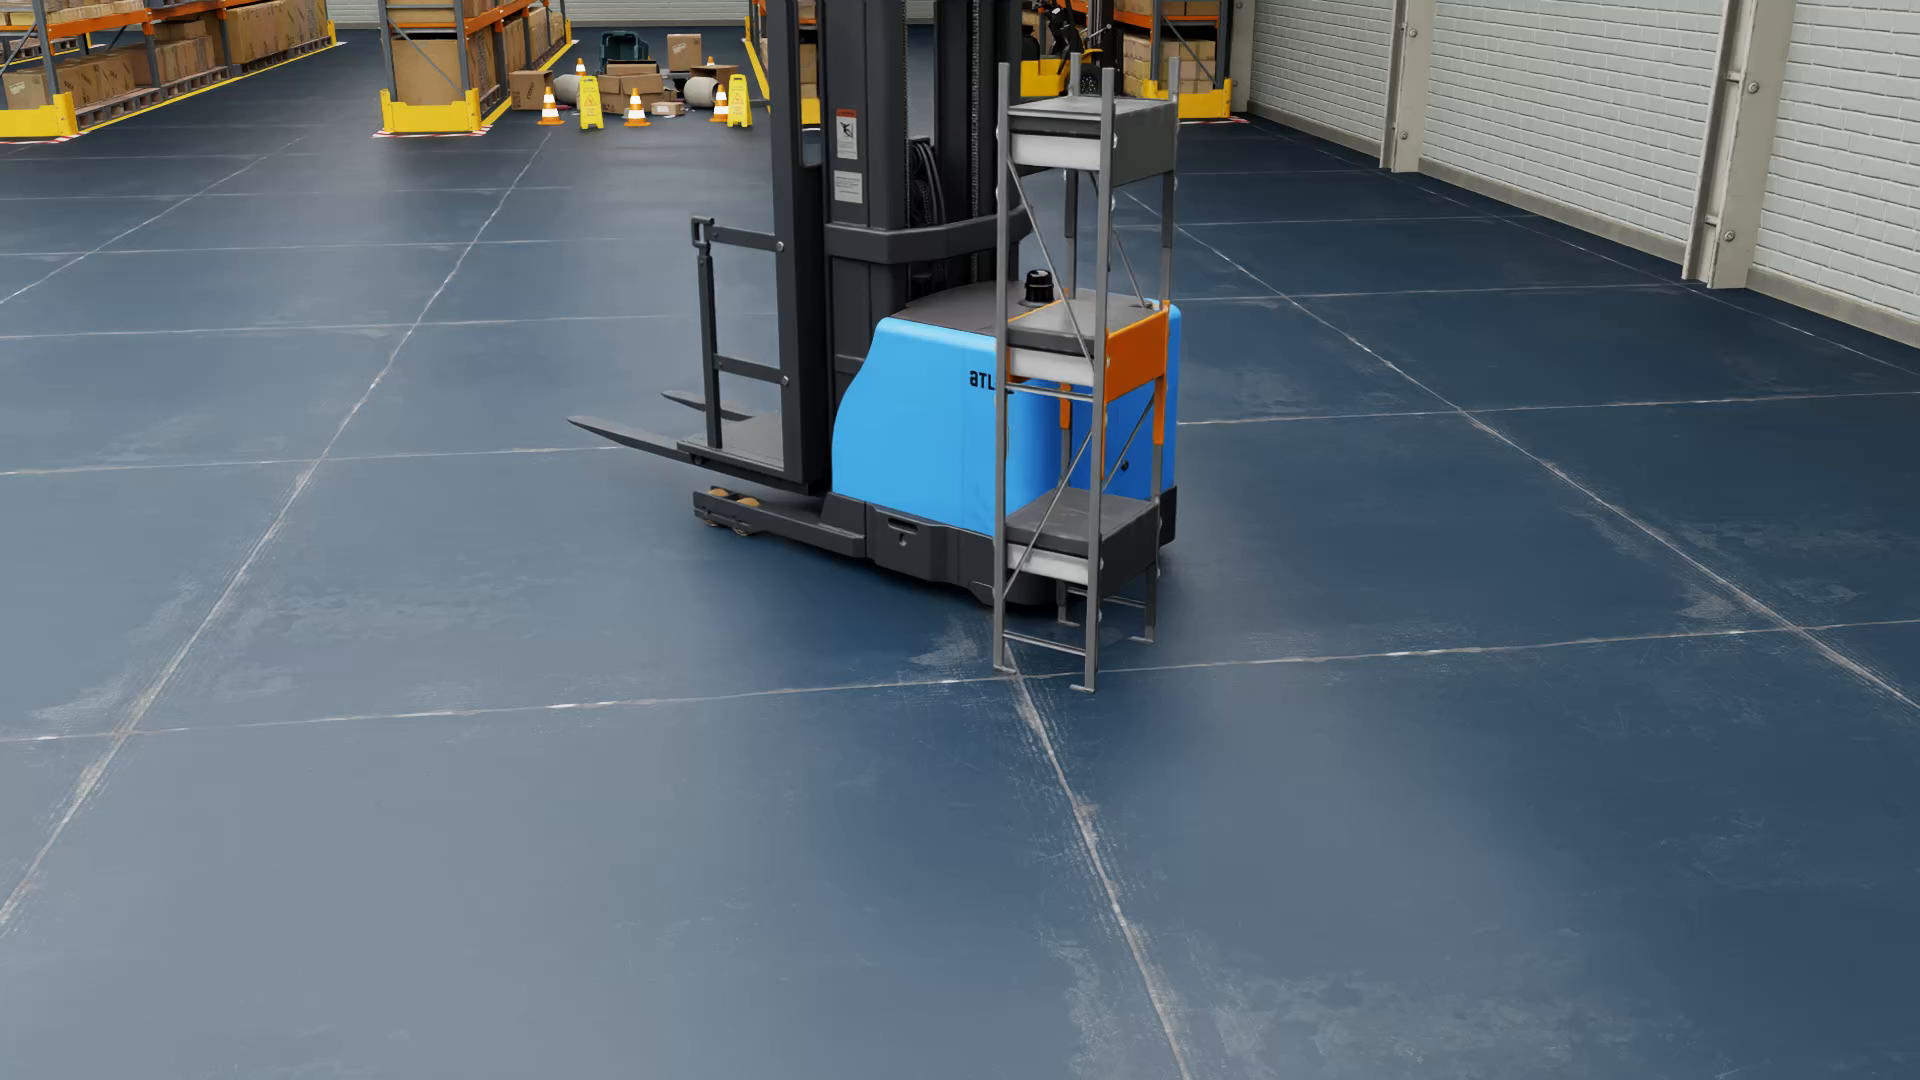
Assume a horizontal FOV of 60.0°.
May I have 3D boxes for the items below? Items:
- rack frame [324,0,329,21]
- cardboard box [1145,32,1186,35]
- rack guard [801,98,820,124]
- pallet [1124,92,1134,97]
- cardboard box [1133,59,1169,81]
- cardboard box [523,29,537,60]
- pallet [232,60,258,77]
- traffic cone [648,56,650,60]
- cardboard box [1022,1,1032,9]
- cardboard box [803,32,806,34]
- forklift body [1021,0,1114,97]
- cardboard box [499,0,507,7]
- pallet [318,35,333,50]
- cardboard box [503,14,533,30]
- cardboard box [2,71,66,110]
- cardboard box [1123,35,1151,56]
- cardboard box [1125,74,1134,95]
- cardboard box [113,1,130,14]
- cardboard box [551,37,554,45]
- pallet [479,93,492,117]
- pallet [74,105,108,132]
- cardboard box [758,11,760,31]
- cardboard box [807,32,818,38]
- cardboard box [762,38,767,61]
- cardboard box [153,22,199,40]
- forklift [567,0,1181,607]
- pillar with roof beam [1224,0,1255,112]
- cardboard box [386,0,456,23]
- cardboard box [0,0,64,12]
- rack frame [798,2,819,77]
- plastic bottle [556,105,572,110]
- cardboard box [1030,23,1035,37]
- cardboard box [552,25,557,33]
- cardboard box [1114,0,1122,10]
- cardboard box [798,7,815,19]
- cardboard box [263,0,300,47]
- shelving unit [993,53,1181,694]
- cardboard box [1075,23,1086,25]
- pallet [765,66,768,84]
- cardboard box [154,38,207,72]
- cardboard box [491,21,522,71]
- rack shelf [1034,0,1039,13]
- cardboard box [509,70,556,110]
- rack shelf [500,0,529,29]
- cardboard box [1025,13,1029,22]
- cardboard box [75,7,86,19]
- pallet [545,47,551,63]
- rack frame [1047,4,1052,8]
[{"bbox_3d":[-13.950,-11.970,34.978,1.000,3.000,0.127,-3,21,-8],"label":"rack frame"},{"bbox_3d":[2.989,-7.259,24.266,0.500,0.250,0.500,-3,21,-9],"label":"cardboard box"},{"bbox_3d":[-1.848,-5.786,21.992,1.175,0.500,0.348,-3,21,-8],"label":"rack guard"},{"bbox_3d":[2.923,-6.138,23.349,1.003,0.211,1.213,-3,21,-8],"label":"pallet"},{"bbox_3d":[2.695,-6.478,22.887,0.500,0.250,0.500,-3,21,-8],"label":"cardboard box"},{"bbox_3d":[-7.723,-8.699,29.193,0.500,0.500,0.500,-4,21,-10],"label":"cardboard box"},{"bbox_3d":[-12.835,-8.171,28.791,1.003,0.211,1.213,-3,21,-8],"label":"pallet"},{"bbox_3d":[-5.009,-7.536,26.731,0.336,0.463,0.334,-3,21,-8],"label":"traffic cone"},{"bbox_3d":[1.218,-10.581,32.878,0.380,0.149,0.250,-4,21,-10],"label":"cardboard box"},{"bbox_3d":[-2.507,-7.173,24.391,0.500,0.500,0.500,-2,21,-6],"label":"cardboard box"},{"bbox_3d":[0.996,-7.349,23.818,2.313,2.155,1.214,-3,21,-8],"label":"forklift body"},{"bbox_3d":[-7.107,-8.273,24.937,0.500,0.500,0.500,-3,21,-7],"label":"cardboard box"},{"bbox_3d":[-13.757,-10.391,34.736,1.003,0.211,1.213,-3,21,-8],"label":"pallet"},{"bbox_3d":[-7.733,-9.044,29.043,0.500,0.250,0.500,-4,21,-10],"label":"cardboard box"},{"bbox_3d":[-11.717,-5.673,21.091,0.500,0.500,0.500,1,20,2],"label":"cardboard box"},{"bbox_3d":[2.538,-7.053,23.715,0.500,0.250,0.500,-3,21,-7],"label":"cardboard box"},{"bbox_3d":[2.632,-6.410,23.421,0.500,0.250,0.500,-3,21,-8],"label":"cardboard box"},{"bbox_3d":[-11.748,-7.381,23.049,0.380,0.149,0.250,-3,21,-8],"label":"cardboard box"},{"bbox_3d":[-8.185,-9.804,32.653,0.380,0.149,0.250,-4,21,-10],"label":"cardboard box"},{"bbox_3d":[-7.086,-6.034,23.069,1.003,0.211,1.213,-3,21,-8],"label":"pallet"},{"bbox_3d":[-11.736,-5.434,21.463,1.003,0.211,1.213,-3,21,-8],"label":"pallet"},{"bbox_3d":[-3.949,-11.243,36.093,0.875,0.438,0.875,-4,21,-10],"label":"cardboard box"},{"bbox_3d":[-1.987,-7.208,24.486,0.500,0.500,0.500,-3,21,-7],"label":"cardboard box"},{"bbox_3d":[-2.918,-8.470,28.762,0.950,0.372,0.625,-4,21,-11],"label":"cardboard box"},{"bbox_3d":[-12.584,-8.173,26.684,0.500,0.250,0.500,-1,20,-2],"label":"cardboard box"},{"bbox_3d":[-0.553,-1.518,7.090,3.031,2.935,1.130,16,26,36],"label":"forklift"},{"bbox_3d":[-0.394,-10.062,21.294,9.100,9.000,0.400,-3,21,-8],"label":"pillar with roof beam"},{"bbox_3d":[-6.819,-6.842,21.034,0.875,0.550,0.550,-3,21,-8],"label":"cardboard box"},{"bbox_3d":[-11.695,-6.809,20.590,0.875,0.500,0.500,-3,21,-8],"label":"cardboard box"},{"bbox_3d":[-1.837,-6.930,21.485,1.000,3.000,0.127,-3,21,-8],"label":"rack frame"},{"bbox_3d":[-5.629,-6.102,23.468,0.283,0.061,0.133,-11,23,-26],"label":"plastic bottle"},{"bbox_3d":[1.586,-9.287,30.767,0.500,0.500,0.500,-3,21,-9],"label":"cardboard box"},{"bbox_3d":[-8.408,-10.389,33.794,0.380,0.149,0.250,-3,21,-8],"label":"cardboard box"},{"bbox_3d":[2.521,-7.917,23.983,0.500,0.500,0.500,-3,21,-7],"label":"cardboard box"},{"bbox_3d":[-2.102,-6.931,21.846,0.380,0.149,0.250,-2,21,-6],"label":"cardboard box"},{"bbox_3d":[-13.389,-10.019,32.191,0.875,0.875,0.875,-3,21,-8],"label":"cardboard box"},{"bbox_3d":[0.422,-0.559,5.711,0.431,2.100,0.503,12,24,29],"label":"shelving unit"},{"bbox_3d":[2.100,-8.594,28.732,0.875,0.625,0.625,-2,21,-6],"label":"cardboard box"},{"bbox_3d":[-2.706,-7.702,27.535,1.003,0.211,1.213,-3,21,-8],"label":"pallet"},{"bbox_3d":[-12.587,-7.813,26.792,0.700,0.500,0.500,-5,21,-12],"label":"cardboard box"},{"bbox_3d":[-7.746,-8.041,27.072,1.050,0.750,0.750,-3,21,-7],"label":"cardboard box"},{"bbox_3d":[1.633,-10.307,31.554,1.077,0.370,4.000,-3,21,-8],"label":"rack shelf"},{"bbox_3d":[-6.058,-6.375,23.567,0.500,0.500,0.500,1,20,2],"label":"cardboard box"},{"bbox_3d":[-7.585,-8.386,26.410,1.077,0.370,4.000,-3,21,-8],"label":"rack shelf"},{"bbox_3d":[1.436,-9.900,31.481,0.380,0.149,0.250,-4,21,-10],"label":"cardboard box"},{"bbox_3d":[-11.635,-6.856,21.645,0.380,0.149,0.250,-3,21,-8],"label":"cardboard box"},{"bbox_3d":[-8.337,-9.225,31.613,1.003,0.211,1.213,-3,21,-8],"label":"pallet"},{"bbox_3d":[1.345,-11.337,33.282,1.000,3.000,0.127,-3,21,-8],"label":"rack frame"}]
